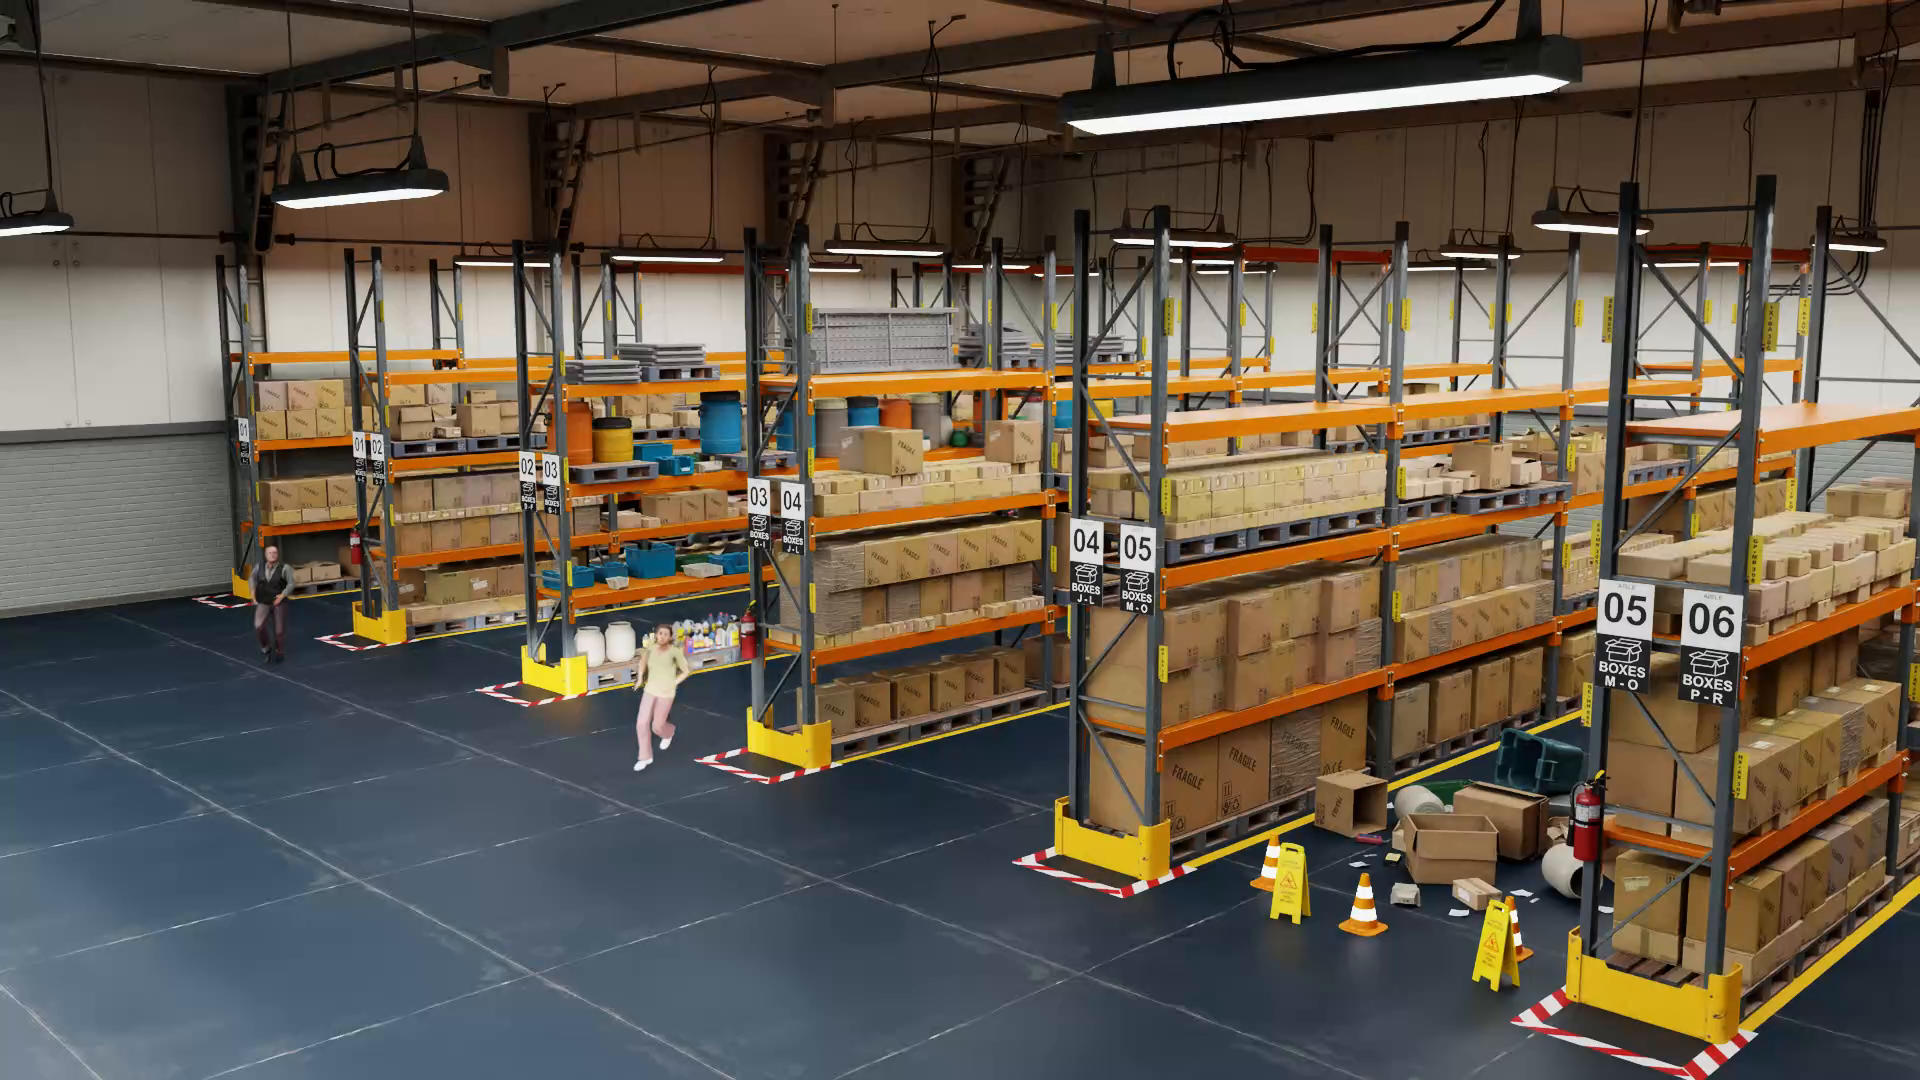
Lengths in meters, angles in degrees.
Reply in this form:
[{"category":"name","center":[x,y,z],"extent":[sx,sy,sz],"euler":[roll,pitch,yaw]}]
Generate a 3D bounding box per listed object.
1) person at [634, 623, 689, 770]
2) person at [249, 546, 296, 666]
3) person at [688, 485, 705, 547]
[{"category":"person","center":[-3.345,1.733,18.750],"extent":[0.619,1.642,0.736],"euler":[2,8,15]},{"category":"person","center":[-9.918,0.941,23.961],"extent":[0.671,1.710,0.655],"euler":[-1,8,-10]},{"category":"person","center":[-5.126,-0.267,32.286],"extent":[0.674,1.827,0.773],"euler":[8,11,43]}]
